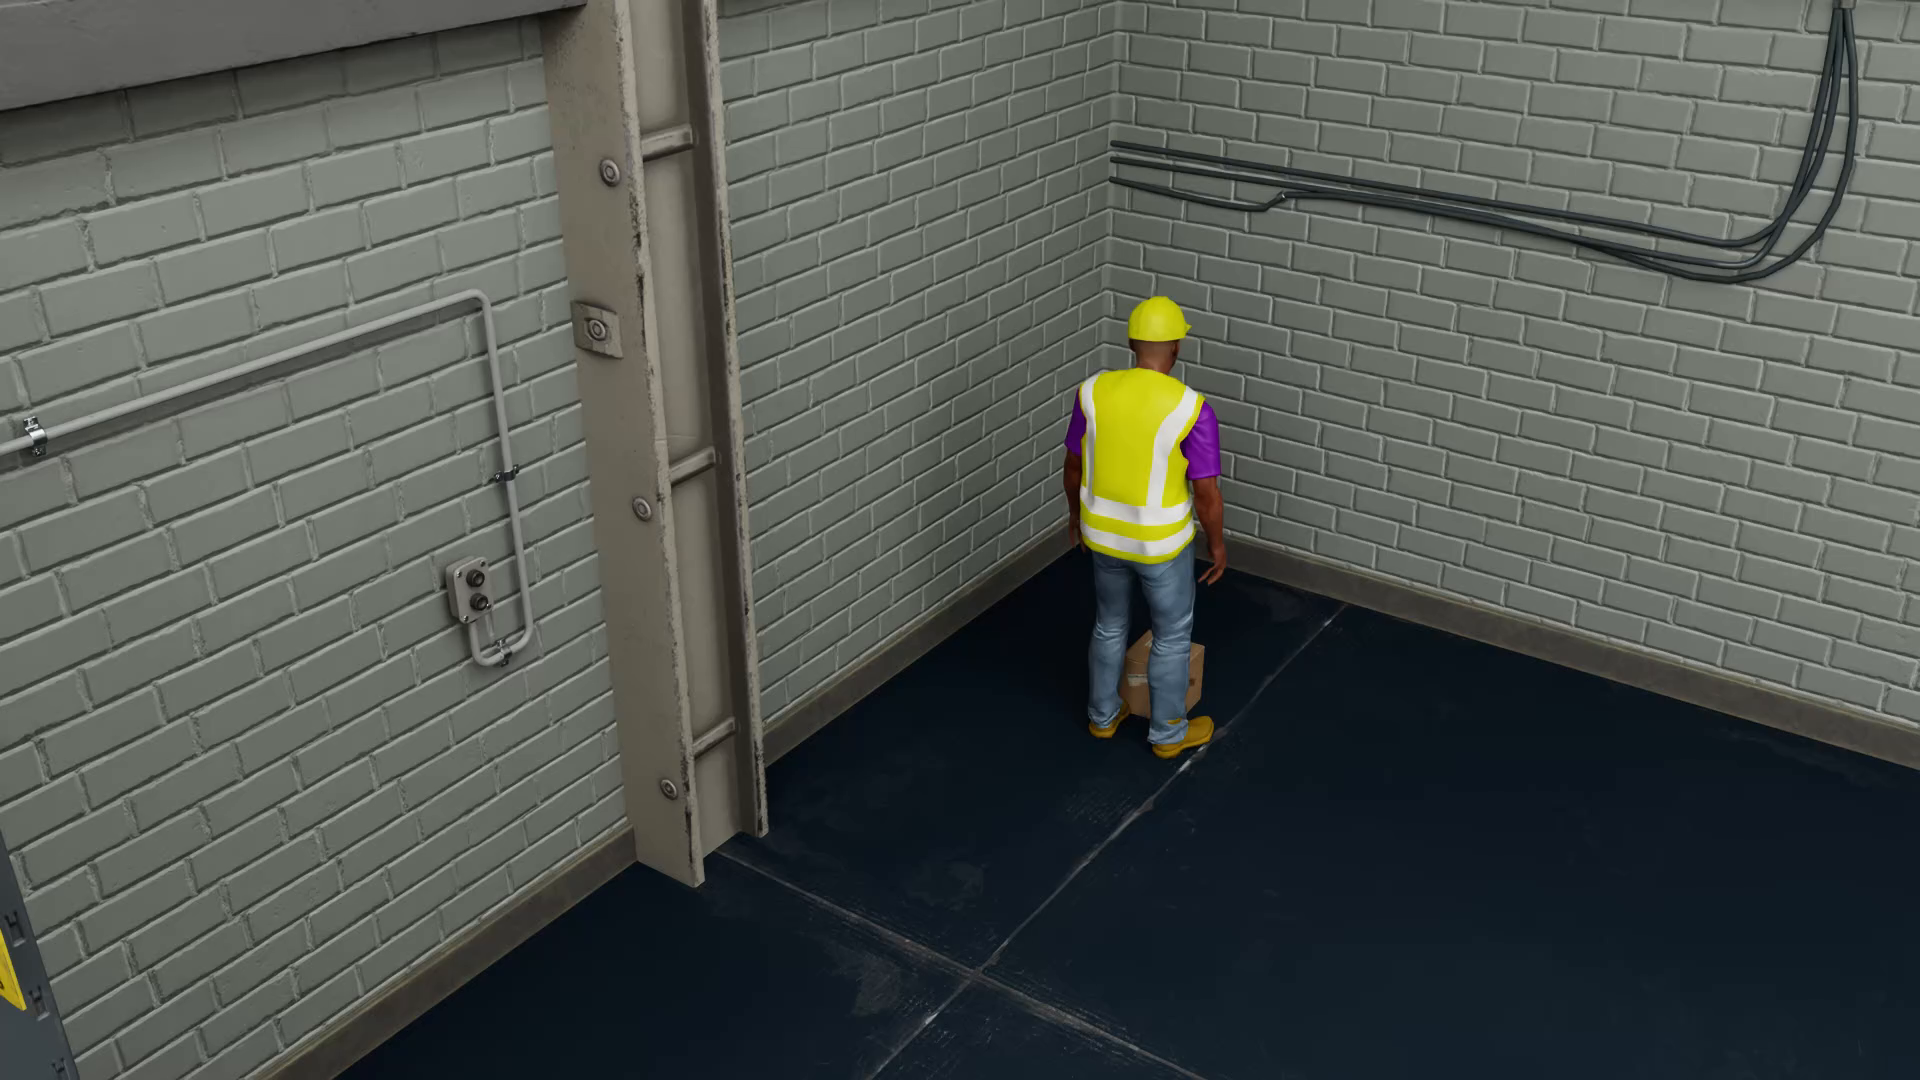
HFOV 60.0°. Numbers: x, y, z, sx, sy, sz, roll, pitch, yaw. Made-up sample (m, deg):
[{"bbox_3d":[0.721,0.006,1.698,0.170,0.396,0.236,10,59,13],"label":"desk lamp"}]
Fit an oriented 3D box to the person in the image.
[{"bbox_3d":[0.682,-0.035,6.169,0.637,1.757,0.455,16,31,28],"label":"person"}]
